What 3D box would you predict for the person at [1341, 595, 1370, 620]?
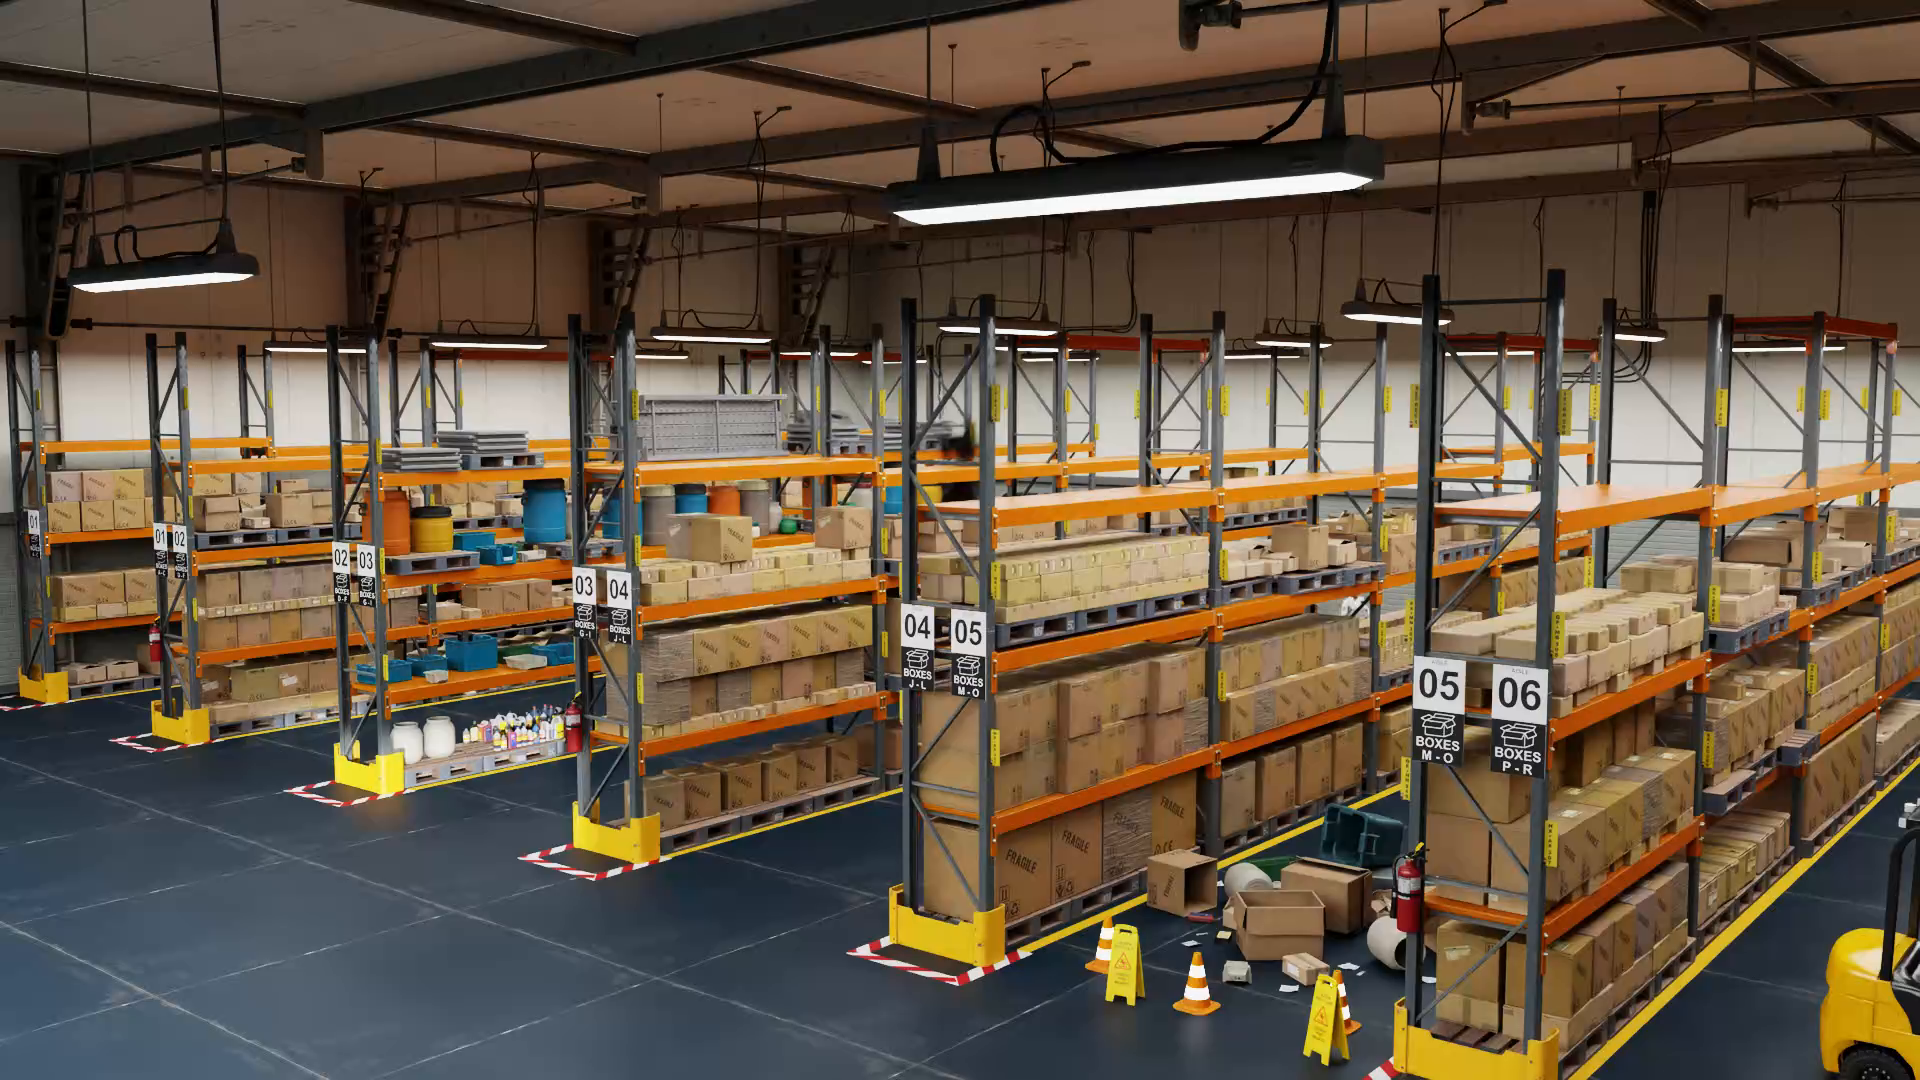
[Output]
[{"bbox_3d":[7.356,1.592,30.722,0.636,1.620,0.507,-1,5,-9],"label":"person"}]
